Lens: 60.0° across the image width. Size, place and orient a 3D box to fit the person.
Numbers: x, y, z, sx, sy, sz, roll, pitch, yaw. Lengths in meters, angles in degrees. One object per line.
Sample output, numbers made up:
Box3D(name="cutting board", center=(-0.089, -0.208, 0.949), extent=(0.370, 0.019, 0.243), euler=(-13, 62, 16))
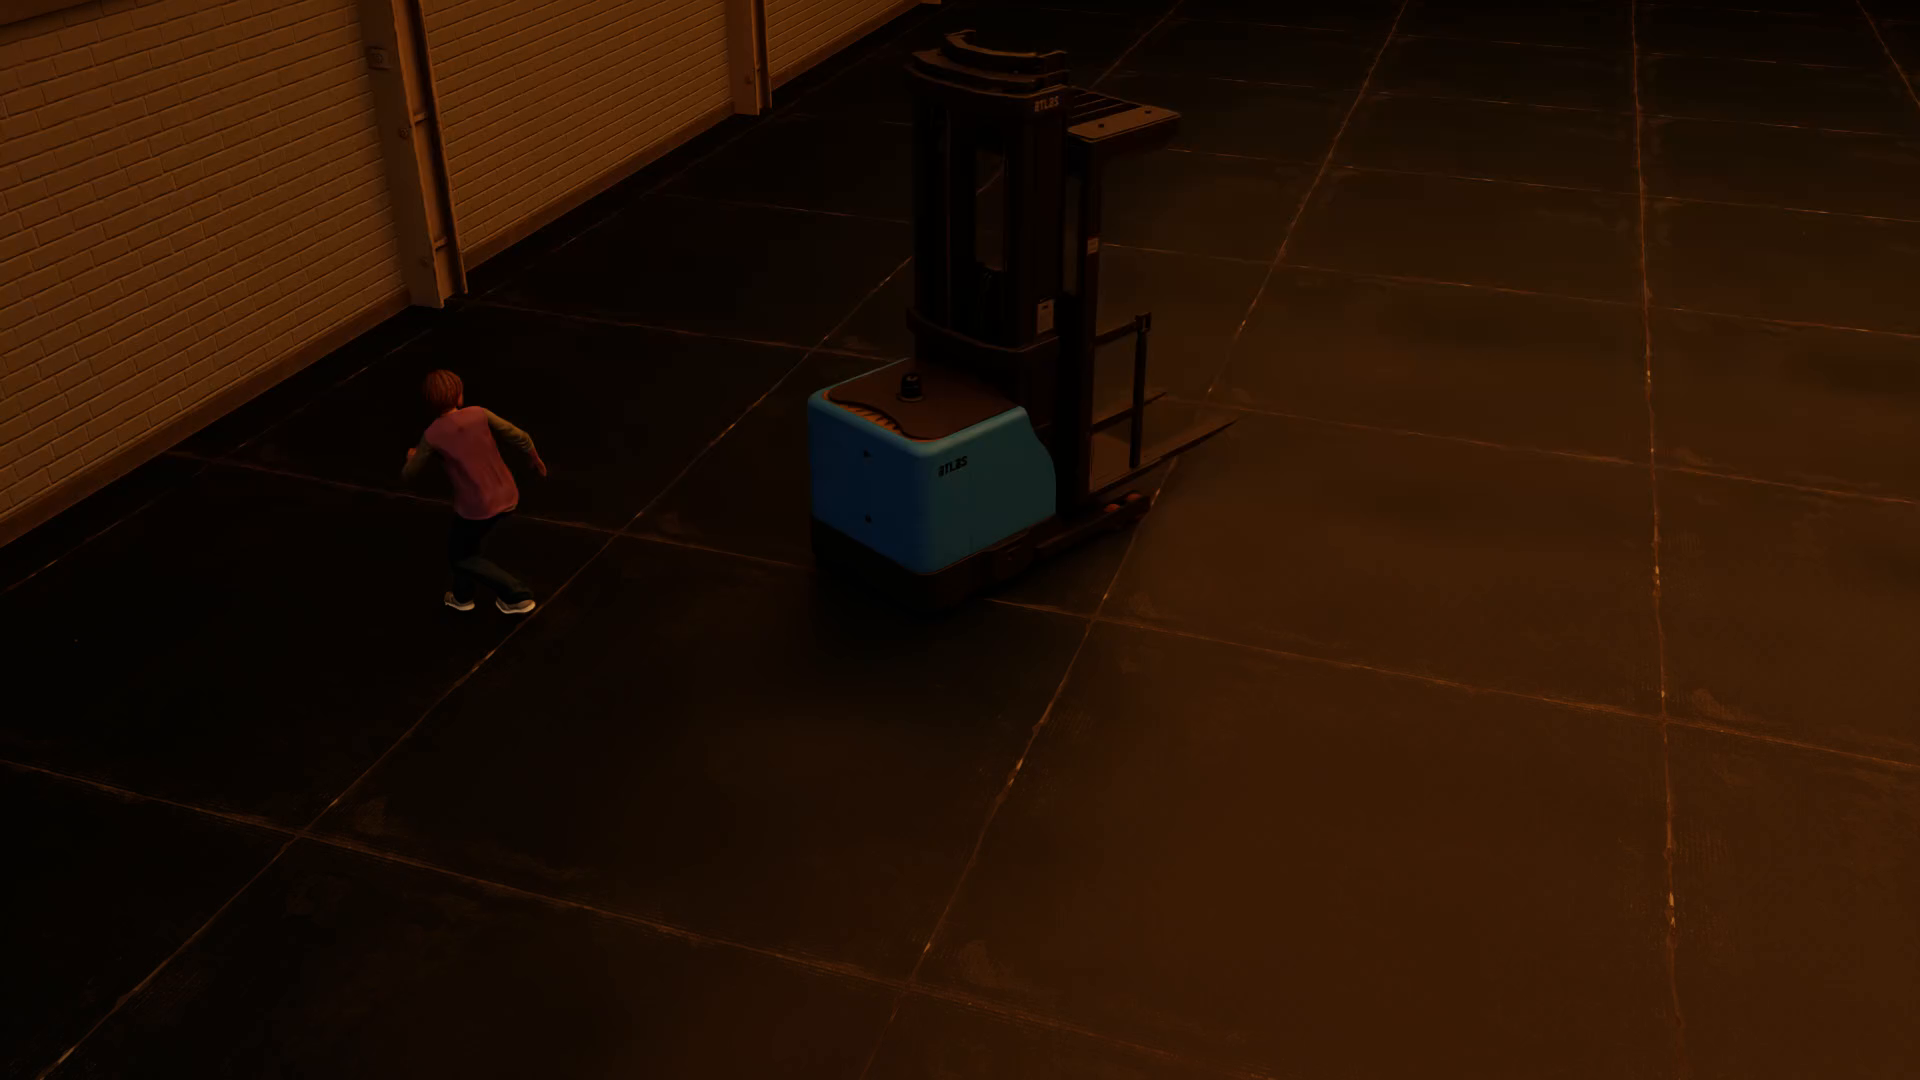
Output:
Box3D(name="person", center=(-2.650, -0.279, 9.126), extent=(0.773, 1.476, 0.730), euler=(22, 36, 33))

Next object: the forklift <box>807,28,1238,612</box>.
Box3D(name="forklift", center=(0.534, -1.496, 9.761), extent=(3.031, 2.935, 1.130), euler=(-25, 38, -37))
